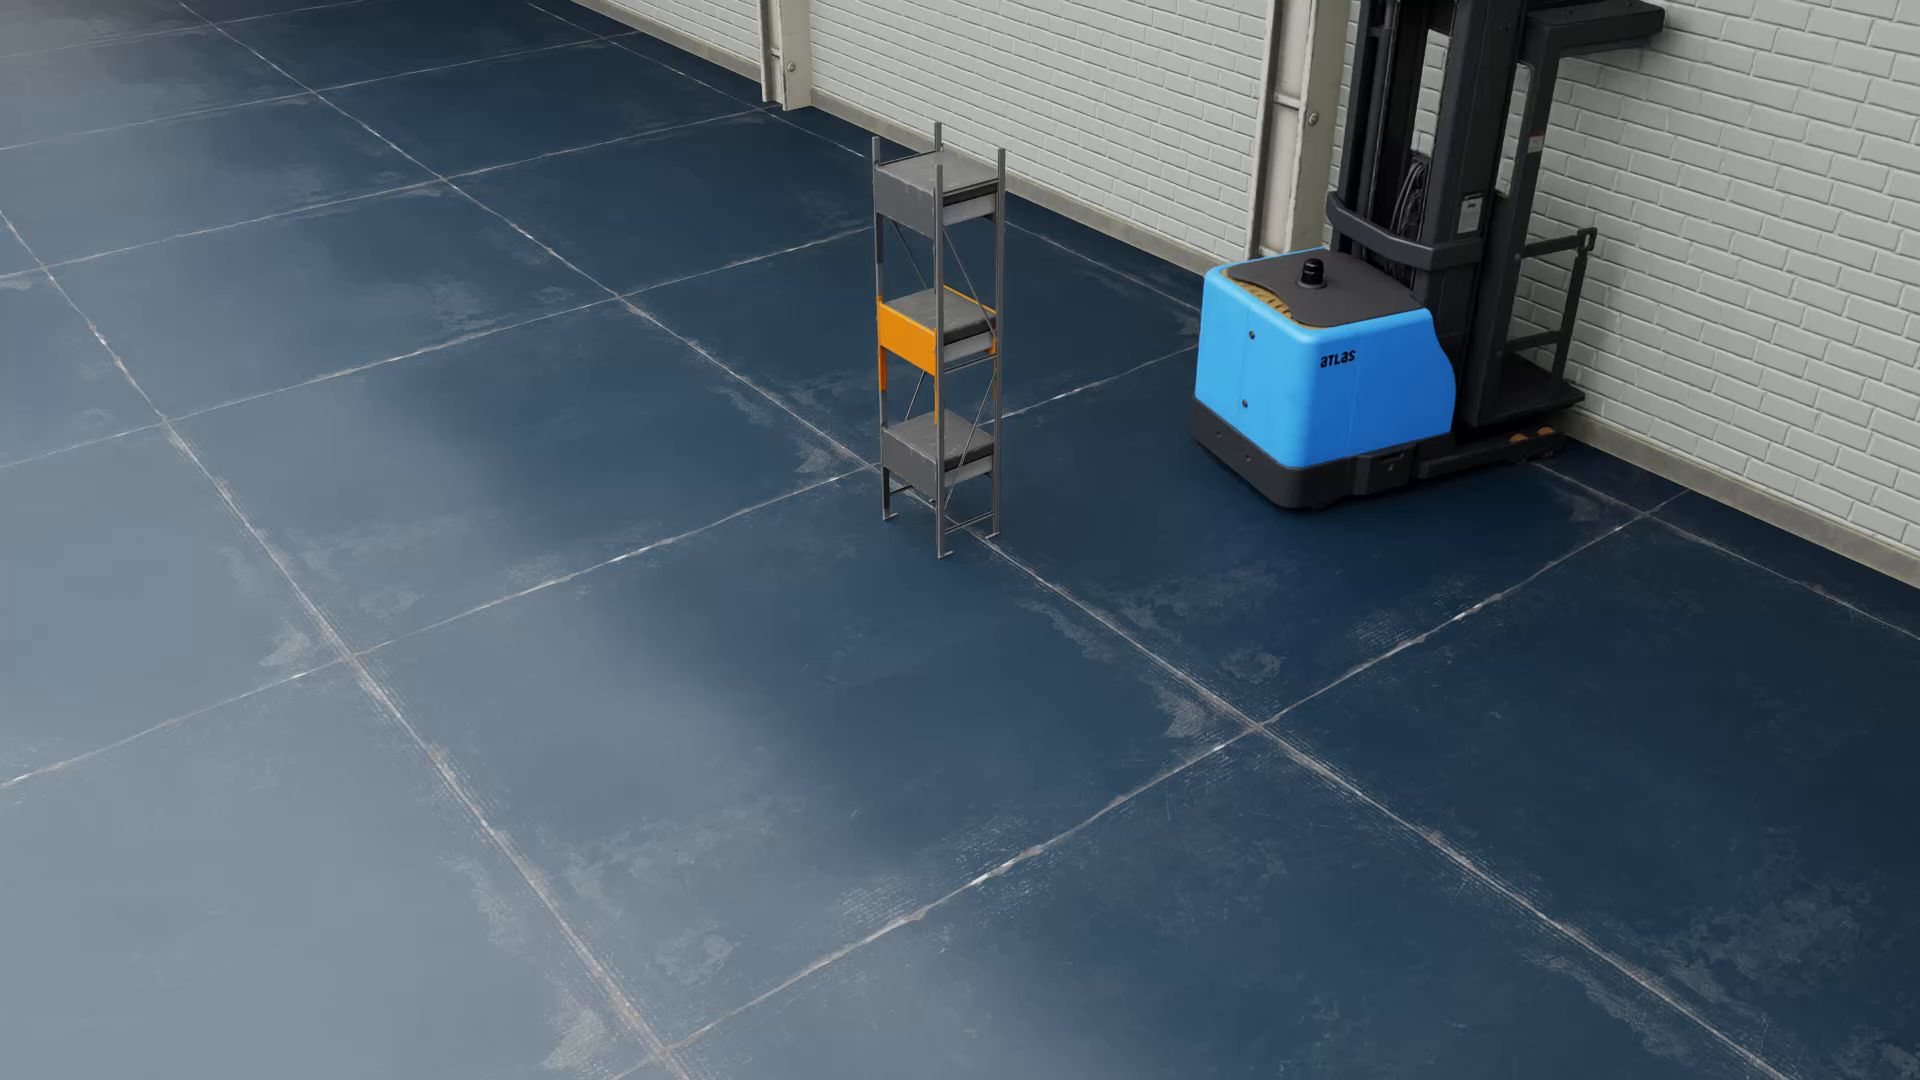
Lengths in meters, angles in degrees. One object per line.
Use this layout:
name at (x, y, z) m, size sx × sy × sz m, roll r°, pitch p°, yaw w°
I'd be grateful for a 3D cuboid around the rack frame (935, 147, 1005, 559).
rack frame at (0.048, -0.859, 8.143) m, size 0.400 × 2.100 × 0.015 m, roll -22°, pitch 38°, yaw -31°

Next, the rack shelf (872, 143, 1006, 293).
rack shelf at (-0.101, -1.544, 7.945) m, size 0.431 × 0.518 × 0.480 m, roll -22°, pitch 38°, yaw -31°

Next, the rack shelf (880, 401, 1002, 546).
rack shelf at (-0.101, -0.355, 8.684) m, size 0.431 × 0.518 × 0.480 m, roll -22°, pitch 38°, yaw -31°

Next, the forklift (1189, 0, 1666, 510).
forklift at (2.886, -1.918, 9.060) m, size 3.031 × 2.935 × 1.130 m, roll -14°, pitch 34°, yaw -21°

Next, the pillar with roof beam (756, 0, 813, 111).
pillar with roof beam at (-4.969, -6.424, 10.565) m, size 9.100 × 9.000 × 0.400 m, roll -22°, pitch 38°, yaw -31°

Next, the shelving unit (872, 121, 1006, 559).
shelving unit at (-0.101, -0.961, 8.307) m, size 0.431 × 2.100 × 0.503 m, roll -22°, pitch 38°, yaw -31°

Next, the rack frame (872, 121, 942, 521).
rack frame at (-0.251, -1.063, 8.471) m, size 0.400 × 2.100 × 0.015 m, roll -22°, pitch 38°, yaw -31°

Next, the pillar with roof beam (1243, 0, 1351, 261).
pillar with roof beam at (-1.290, -3.924, 6.539) m, size 9.100 × 9.000 × 0.400 m, roll -22°, pitch 38°, yaw -31°

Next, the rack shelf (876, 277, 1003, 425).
rack shelf at (-0.101, -0.949, 8.314) m, size 0.431 × 0.518 × 0.480 m, roll -22°, pitch 38°, yaw -31°
